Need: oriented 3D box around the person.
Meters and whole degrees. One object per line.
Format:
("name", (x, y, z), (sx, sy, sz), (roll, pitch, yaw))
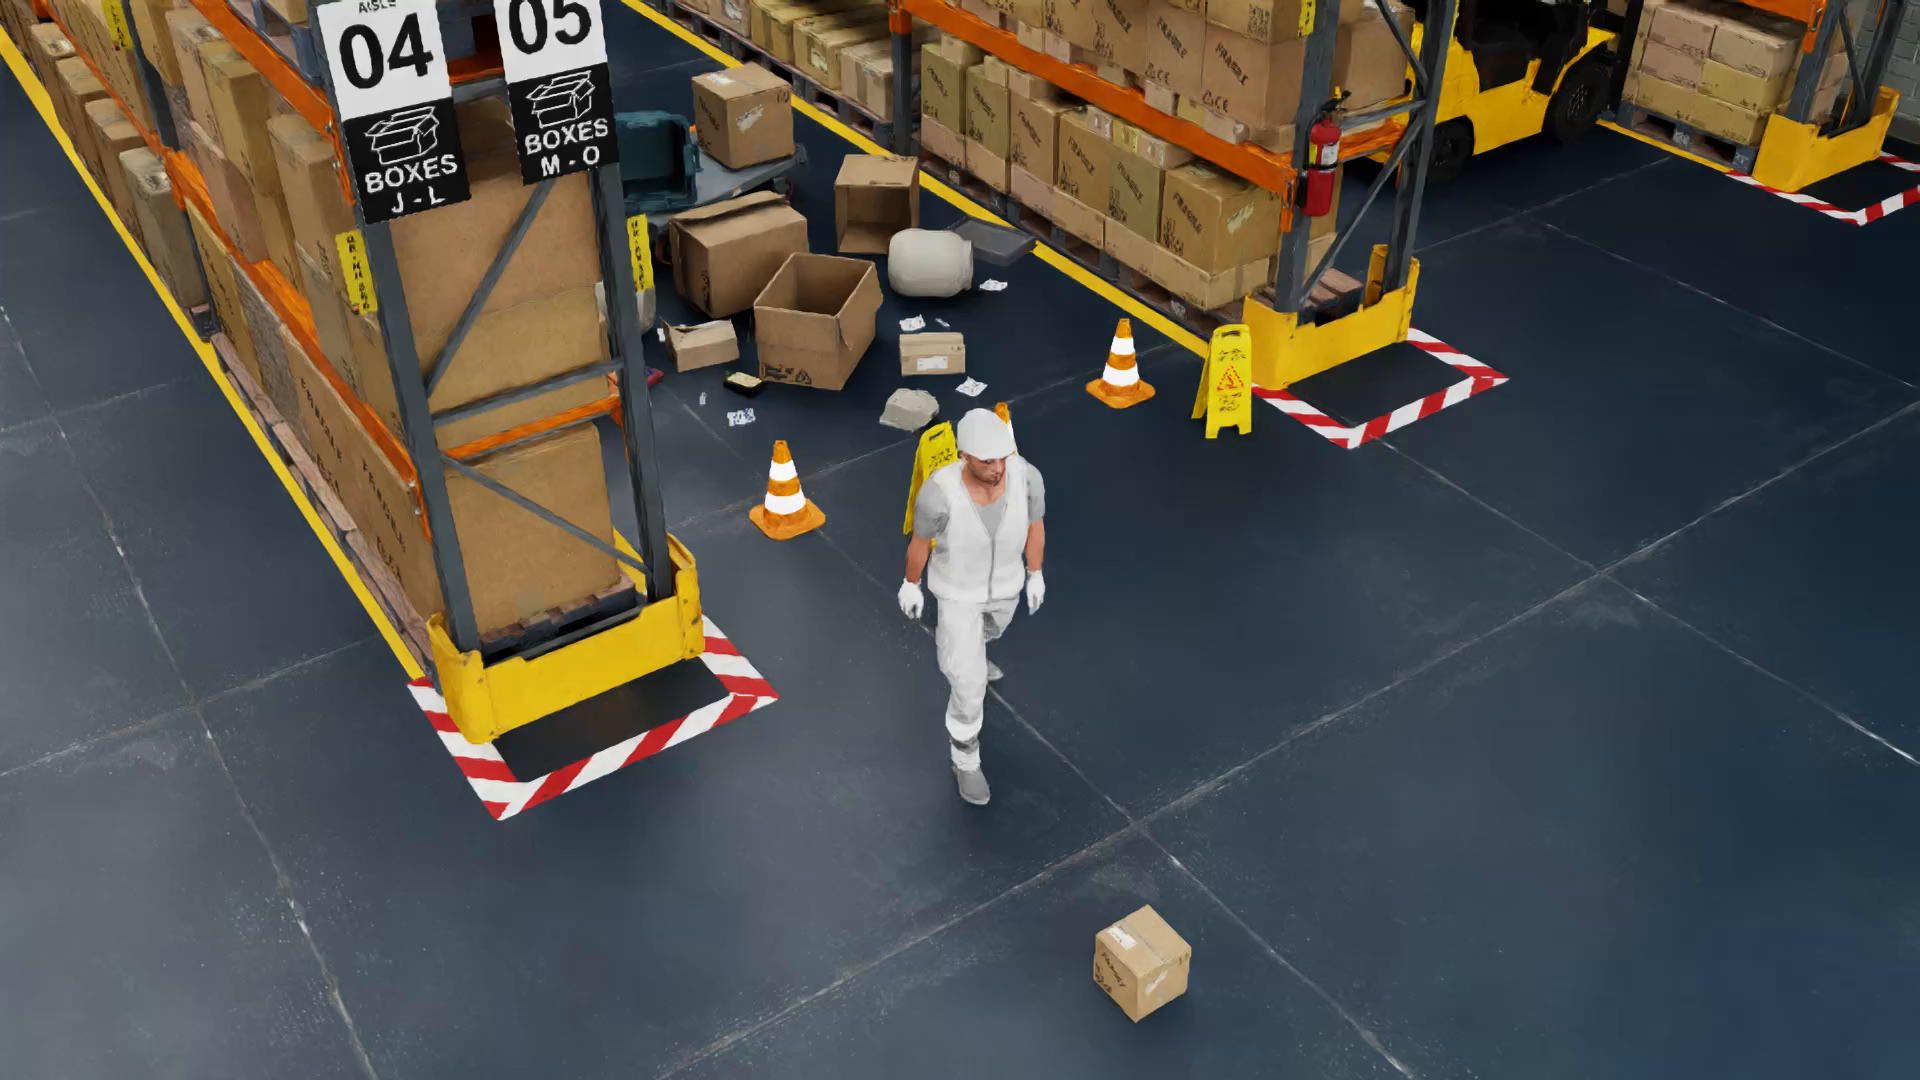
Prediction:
("person", (0.044, 0.143, 6.814), (0.583, 1.733, 0.919), (-15, 39, -19))
